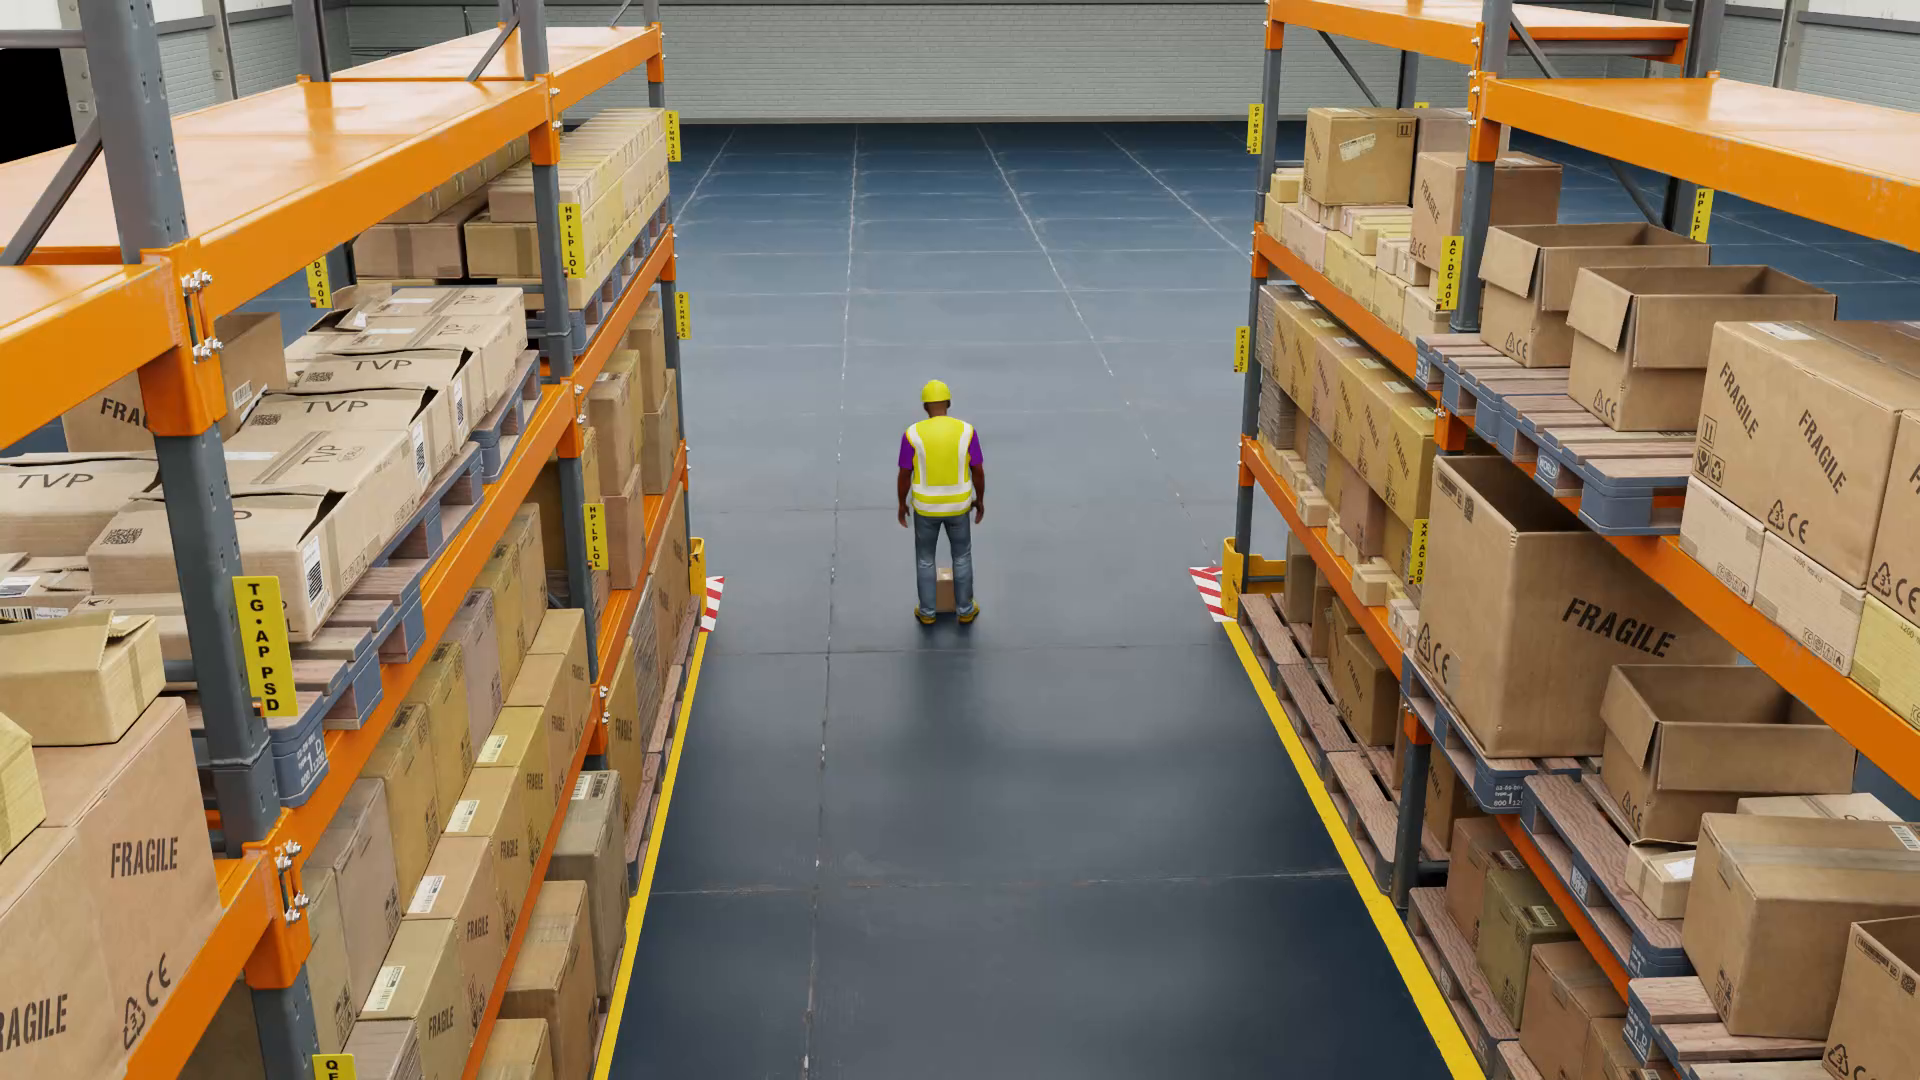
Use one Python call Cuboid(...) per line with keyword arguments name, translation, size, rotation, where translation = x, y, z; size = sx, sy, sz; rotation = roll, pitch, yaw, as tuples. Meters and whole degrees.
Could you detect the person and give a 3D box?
Cuboid(name="person", translation=(-0.136, -0.260, 11.761), size=(0.625, 1.755, 0.463), rotation=(-2, 20, -5))
